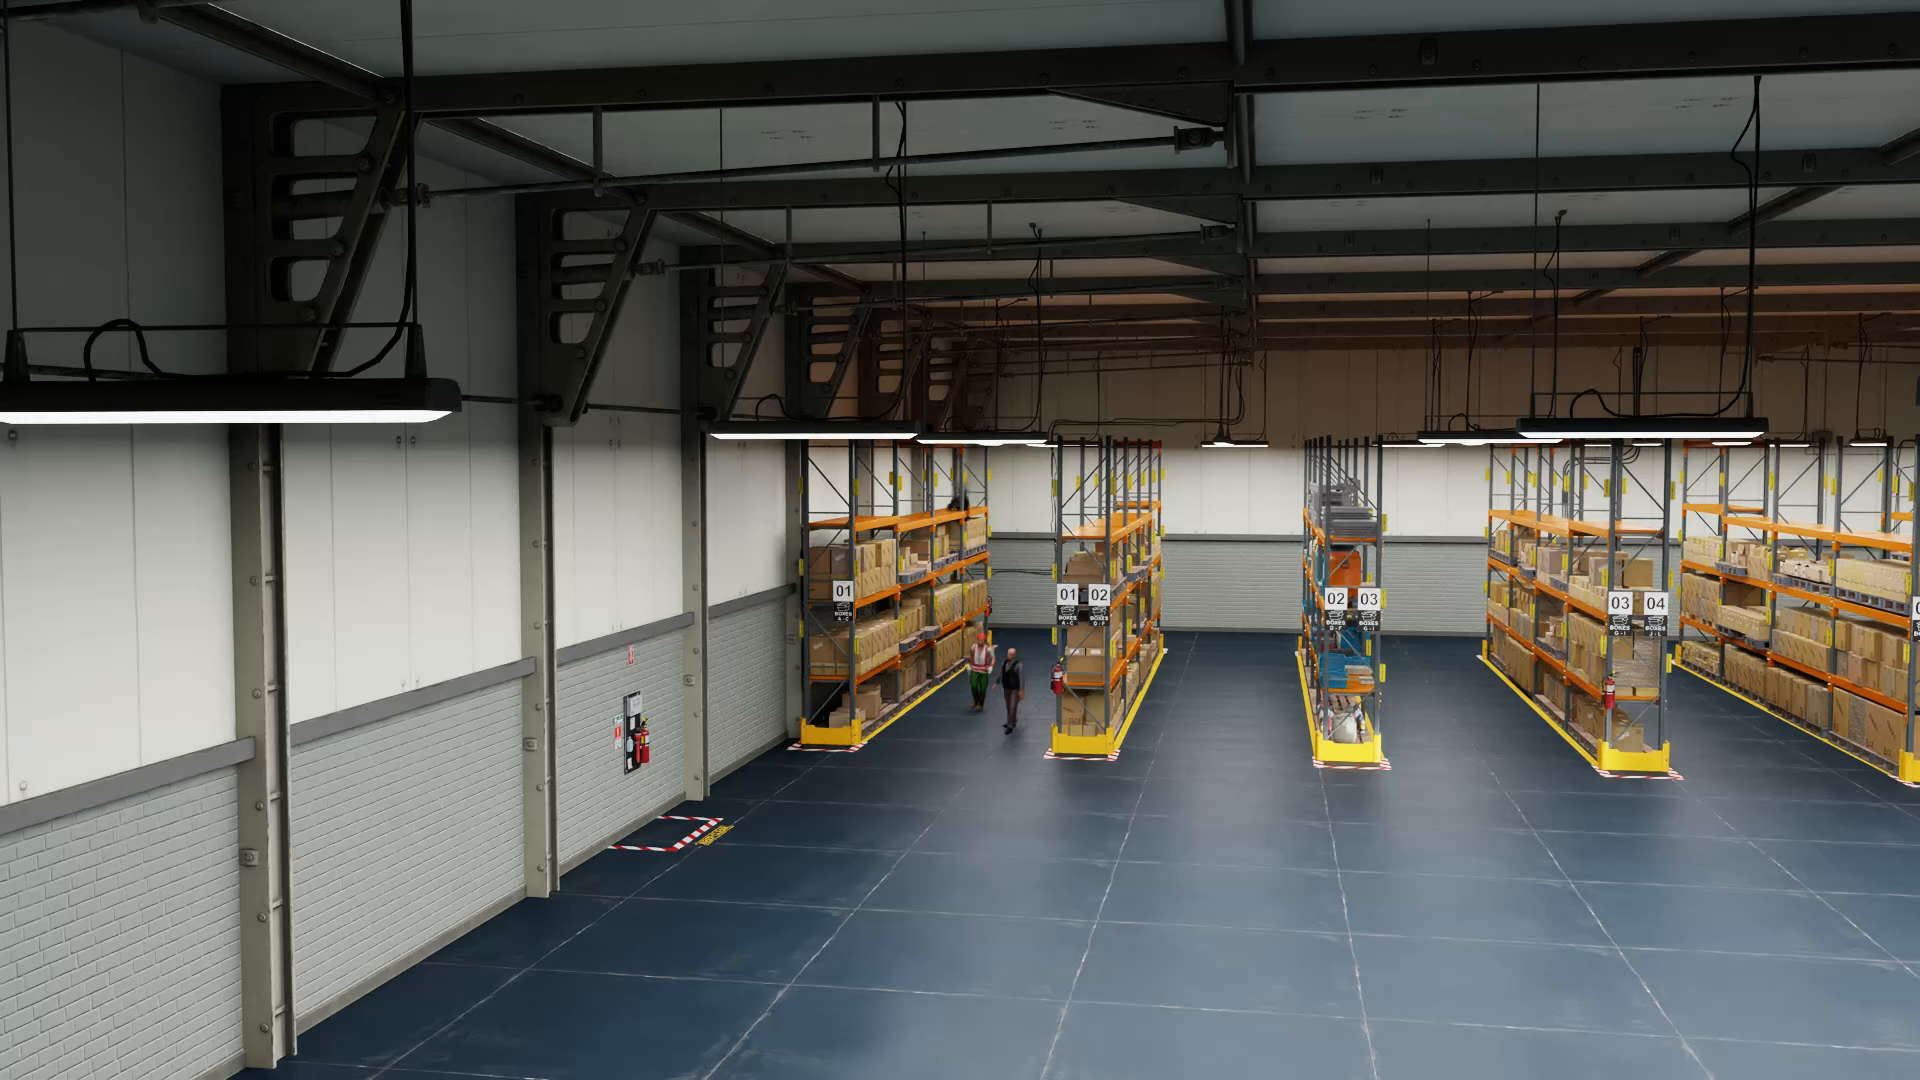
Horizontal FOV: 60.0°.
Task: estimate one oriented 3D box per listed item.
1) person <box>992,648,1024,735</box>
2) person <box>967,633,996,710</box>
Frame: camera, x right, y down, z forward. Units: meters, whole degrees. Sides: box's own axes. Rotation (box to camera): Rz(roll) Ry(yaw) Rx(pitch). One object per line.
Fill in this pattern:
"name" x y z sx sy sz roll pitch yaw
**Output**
"person" 1.002 3.098 33.825 0.701 1.615 0.762 3 4 43
"person" 0.446 2.878 36.262 0.667 1.725 0.789 0 3 7
